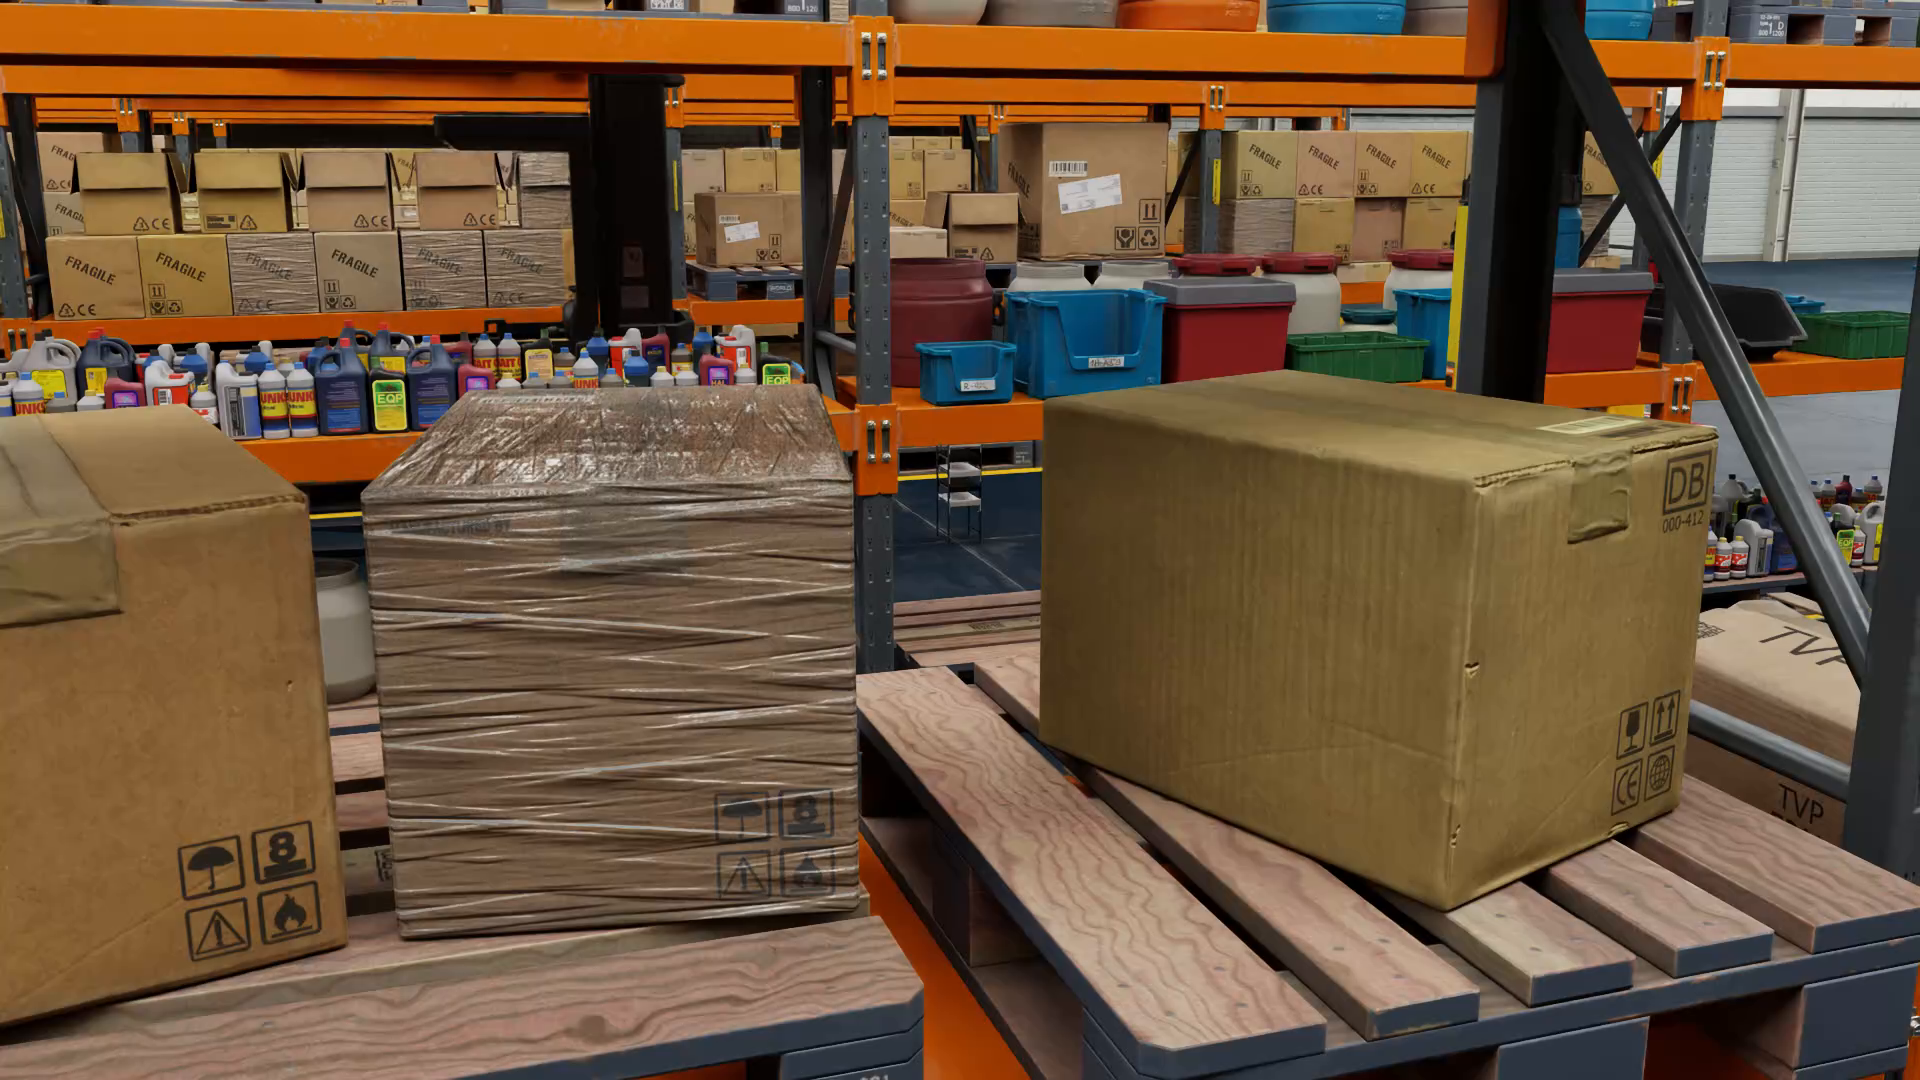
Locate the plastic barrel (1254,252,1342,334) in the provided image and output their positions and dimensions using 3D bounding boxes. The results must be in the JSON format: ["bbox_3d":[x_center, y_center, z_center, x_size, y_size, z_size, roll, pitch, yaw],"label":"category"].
[{"bbox_3d":[1.625,-1.112,8.044,0.433,0.535,0.433,0,13,0],"label":"plastic barrel"}]

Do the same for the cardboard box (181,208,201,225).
[{"bbox_3d":[-6.831,-2.869,14.715,0.250,0.149,0.380,-4,14,-17],"label":"cardboard box"}]

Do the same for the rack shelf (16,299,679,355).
[{"bbox_3d":[-3.969,-1.416,11.170,4.000,0.370,1.077,-4,14,-18],"label":"rack shelf"}]

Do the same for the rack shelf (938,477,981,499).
[{"bbox_3d":[-0.008,-0.317,10.065,0.200,0.077,0.258,-4,14,-18],"label":"rack shelf"}]

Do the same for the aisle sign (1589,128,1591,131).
[{"bbox_3d":[5.472,-3.840,14.185,0.004,0.787,0.394,-4,14,-18],"label":"aisle sign"}]

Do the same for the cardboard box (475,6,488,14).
[{"bbox_3d":[-4.341,-4.762,15.327,0.258,0.266,0.396,-4,14,-18],"label":"cardboard box"}]

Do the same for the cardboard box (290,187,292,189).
[{"bbox_3d":[-6.284,-3.216,15.531,0.250,0.149,0.380,-5,14,-18],"label":"cardboard box"}]

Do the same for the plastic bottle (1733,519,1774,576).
[{"bbox_3d":[4.037,0.031,8.466,0.135,0.276,0.152,-4,14,-16],"label":"plastic bottle"}]

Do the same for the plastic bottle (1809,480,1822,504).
[{"bbox_3d":[4.851,-0.207,9.475,0.097,0.271,0.097,0,13,0],"label":"plastic bottle"}]

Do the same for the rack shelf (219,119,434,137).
[{"bbox_3d":[-8.716,-6.138,24.536,4.000,0.370,1.077,-4,14,-18],"label":"rack shelf"}]

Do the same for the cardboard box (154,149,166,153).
[{"bbox_3d":[-9.384,-4.232,19.075,0.500,0.500,0.500,-5,14,-19],"label":"cardboard box"}]

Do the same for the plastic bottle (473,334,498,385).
[{"bbox_3d":[-2.002,-0.733,7.022,0.097,0.271,0.097,0,13,0],"label":"plastic bottle"}]

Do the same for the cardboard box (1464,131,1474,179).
[{"bbox_3d":[4.120,-3.015,13.316,0.500,0.500,0.500,-4,14,-18],"label":"cardboard box"}]

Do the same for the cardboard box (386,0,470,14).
[{"bbox_3d":[-3.419,-3.482,10.695,0.500,0.500,0.500,-4,14,-15],"label":"cardboard box"}]

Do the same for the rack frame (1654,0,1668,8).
[{"bbox_3d":[5.509,-5.423,13.495,0.127,3.000,1.000,-4,14,-18],"label":"rack frame"}]

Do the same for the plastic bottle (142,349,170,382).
[{"bbox_3d":[-3.133,-0.608,6.495,0.097,0.271,0.097,0,13,0],"label":"plastic bottle"}]

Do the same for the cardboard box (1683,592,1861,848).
[{"bbox_3d":[1.441,0.285,2.655,0.500,0.311,0.500,-4,14,-15],"label":"cardboard box"}]

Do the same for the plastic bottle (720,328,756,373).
[{"bbox_3d":[-0.958,-0.773,7.178,0.135,0.276,0.152,-4,14,-18],"label":"plastic bottle"}]

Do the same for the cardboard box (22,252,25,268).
[{"bbox_3d":[-8.295,-2.466,14.571,0.250,0.149,0.380,-5,14,-20],"label":"cardboard box"}]

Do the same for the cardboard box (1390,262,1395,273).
[{"bbox_3d":[3.435,-2.151,13.245,0.250,0.149,0.380,-4,14,-18],"label":"cardboard box"}]

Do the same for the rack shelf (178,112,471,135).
[{"bbox_3d":[-7.130,-5.049,19.960,4.000,0.370,1.077,-4,14,-18],"label":"rack shelf"}]

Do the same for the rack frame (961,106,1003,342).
[{"bbox_3d":[0.232,-3.305,17.553,0.127,3.000,1.000,-4,14,-18],"label":"rack frame"}]

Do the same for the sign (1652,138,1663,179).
[{"bbox_3d":[5.667,-3.098,13.501,0.005,0.325,0.100,-4,14,-18],"label":"sign"}]

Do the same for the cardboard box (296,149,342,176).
[{"bbox_3d":[-7.567,-4.377,19.685,0.500,0.500,0.500,-5,14,-19],"label":"cardboard box"}]

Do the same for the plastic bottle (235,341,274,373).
[{"bbox_3d":[-2.843,-0.663,6.718,0.135,0.276,0.152,-4,14,-18],"label":"plastic bottle"}]

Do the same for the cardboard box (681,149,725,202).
[{"bbox_3d":[-2.652,-3.613,16.473,0.500,0.500,0.700,-5,14,-19],"label":"cardboard box"}]

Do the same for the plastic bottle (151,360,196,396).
[{"bbox_3d":[-2.896,-0.524,6.134,0.135,0.276,0.152,-4,14,-18],"label":"plastic bottle"}]

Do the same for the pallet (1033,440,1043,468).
[{"bbox_3d":[0.980,-0.795,13.028,1.213,0.211,1.003,-4,14,-18],"label":"pallet"}]

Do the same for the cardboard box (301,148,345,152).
[{"bbox_3d":[-7.707,-4.488,20.153,0.500,0.500,0.500,-4,14,-16],"label":"cardboard box"}]

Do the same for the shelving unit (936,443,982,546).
[{"bbox_3d":[-0.008,-0.437,10.036,0.210,0.900,0.258,-4,14,-18],"label":"shelving unit"}]

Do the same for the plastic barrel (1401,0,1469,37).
[{"bbox_3d":[2.265,-2.693,7.416,0.600,0.901,0.600,0,13,0],"label":"plastic barrel"}]

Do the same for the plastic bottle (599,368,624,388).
[{"bbox_3d":[-1.352,-0.565,6.463,0.097,0.201,0.097,0,13,0],"label":"plastic bottle"}]

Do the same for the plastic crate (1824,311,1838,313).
[{"bbox_3d":[4.756,-1.170,9.149,0.437,0.136,0.530,-4,14,-18],"label":"plastic crate"}]

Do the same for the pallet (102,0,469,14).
[{"bbox_3d":[-2.499,-2.064,6.262,1.213,0.211,1.003,-4,14,-18],"label":"pallet"}]

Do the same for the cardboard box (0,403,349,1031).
[{"bbox_3d":[-1.054,0.157,1.876,0.500,0.500,0.700,-9,16,-32],"label":"cardboard box"}]

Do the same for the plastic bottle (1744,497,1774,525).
[{"bbox_3d":[4.149,-0.048,8.638,0.185,0.351,0.144,-4,14,-18],"label":"plastic bottle"}]

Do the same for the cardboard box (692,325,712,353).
[{"bbox_3d":[-2.954,-2.144,16.630,0.750,0.750,1.050,-5,14,-19],"label":"cardboard box"}]

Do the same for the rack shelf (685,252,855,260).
[{"bbox_3d":[-1.664,-2.807,17.016,4.000,0.370,1.077,-4,14,-18],"label":"rack shelf"}]

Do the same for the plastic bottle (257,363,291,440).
[{"bbox_3d":[-2.509,-0.508,6.077,0.097,0.271,0.097,0,13,0],"label":"plastic bottle"}]

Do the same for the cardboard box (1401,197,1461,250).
[{"bbox_3d":[3.578,-2.538,13.473,0.500,0.500,0.875,-4,14,-18],"label":"cardboard box"}]

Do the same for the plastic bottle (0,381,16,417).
[{"bbox_3d":[-3.378,-0.450,5.820,0.135,0.276,0.152,-4,14,-18],"label":"plastic bottle"}]

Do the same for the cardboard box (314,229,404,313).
[{"bbox_3d":[-3.910,-1.760,10.844,0.500,0.500,0.500,-4,14,-17],"label":"cardboard box"}]

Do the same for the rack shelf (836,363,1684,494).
[{"bbox_3d":[1.402,-0.625,7.844,4.000,0.370,1.077,-4,14,-18],"label":"rack shelf"}]

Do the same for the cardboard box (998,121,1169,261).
[{"bbox_3d":[0.920,-2.677,12.713,1.000,1.000,1.000,-4,14,-18],"label":"cardboard box"}]

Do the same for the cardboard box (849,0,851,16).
[{"bbox_3d":[-0.590,-3.719,11.516,0.500,0.500,0.500,-5,14,-20],"label":"cardboard box"}]

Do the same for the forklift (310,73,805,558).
[{"bbox_3d":[-2.333,-1.290,9.232,3.031,2.935,1.130,-3,14,-13],"label":"forklift"}]

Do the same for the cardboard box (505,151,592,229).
[{"bbox_3d":[-2.772,-2.400,11.368,0.637,0.503,0.797,-4,14,-16],"label":"cardboard box"}]

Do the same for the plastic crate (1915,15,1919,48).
[{"bbox_3d":[4.880,-2.536,8.297,0.450,0.188,0.336,-4,14,-18],"label":"plastic crate"}]

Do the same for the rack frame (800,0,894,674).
[{"bbox_3d":[-0.494,-0.828,7.140,0.127,3.000,1.000,-4,14,-18],"label":"rack frame"}]

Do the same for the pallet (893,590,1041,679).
[{"bbox_3d":[0.253,0.480,7.668,1.213,0.211,1.003,-4,14,-18],"label":"pallet"}]

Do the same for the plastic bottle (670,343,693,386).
[{"bbox_3d":[-1.218,-0.760,7.286,0.097,0.201,0.097,0,13,0],"label":"plastic bottle"}]

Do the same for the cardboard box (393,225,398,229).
[{"bbox_3d":[-4.068,-1.873,11.318,0.500,0.500,0.500,-4,14,-18],"label":"cardboard box"}]
